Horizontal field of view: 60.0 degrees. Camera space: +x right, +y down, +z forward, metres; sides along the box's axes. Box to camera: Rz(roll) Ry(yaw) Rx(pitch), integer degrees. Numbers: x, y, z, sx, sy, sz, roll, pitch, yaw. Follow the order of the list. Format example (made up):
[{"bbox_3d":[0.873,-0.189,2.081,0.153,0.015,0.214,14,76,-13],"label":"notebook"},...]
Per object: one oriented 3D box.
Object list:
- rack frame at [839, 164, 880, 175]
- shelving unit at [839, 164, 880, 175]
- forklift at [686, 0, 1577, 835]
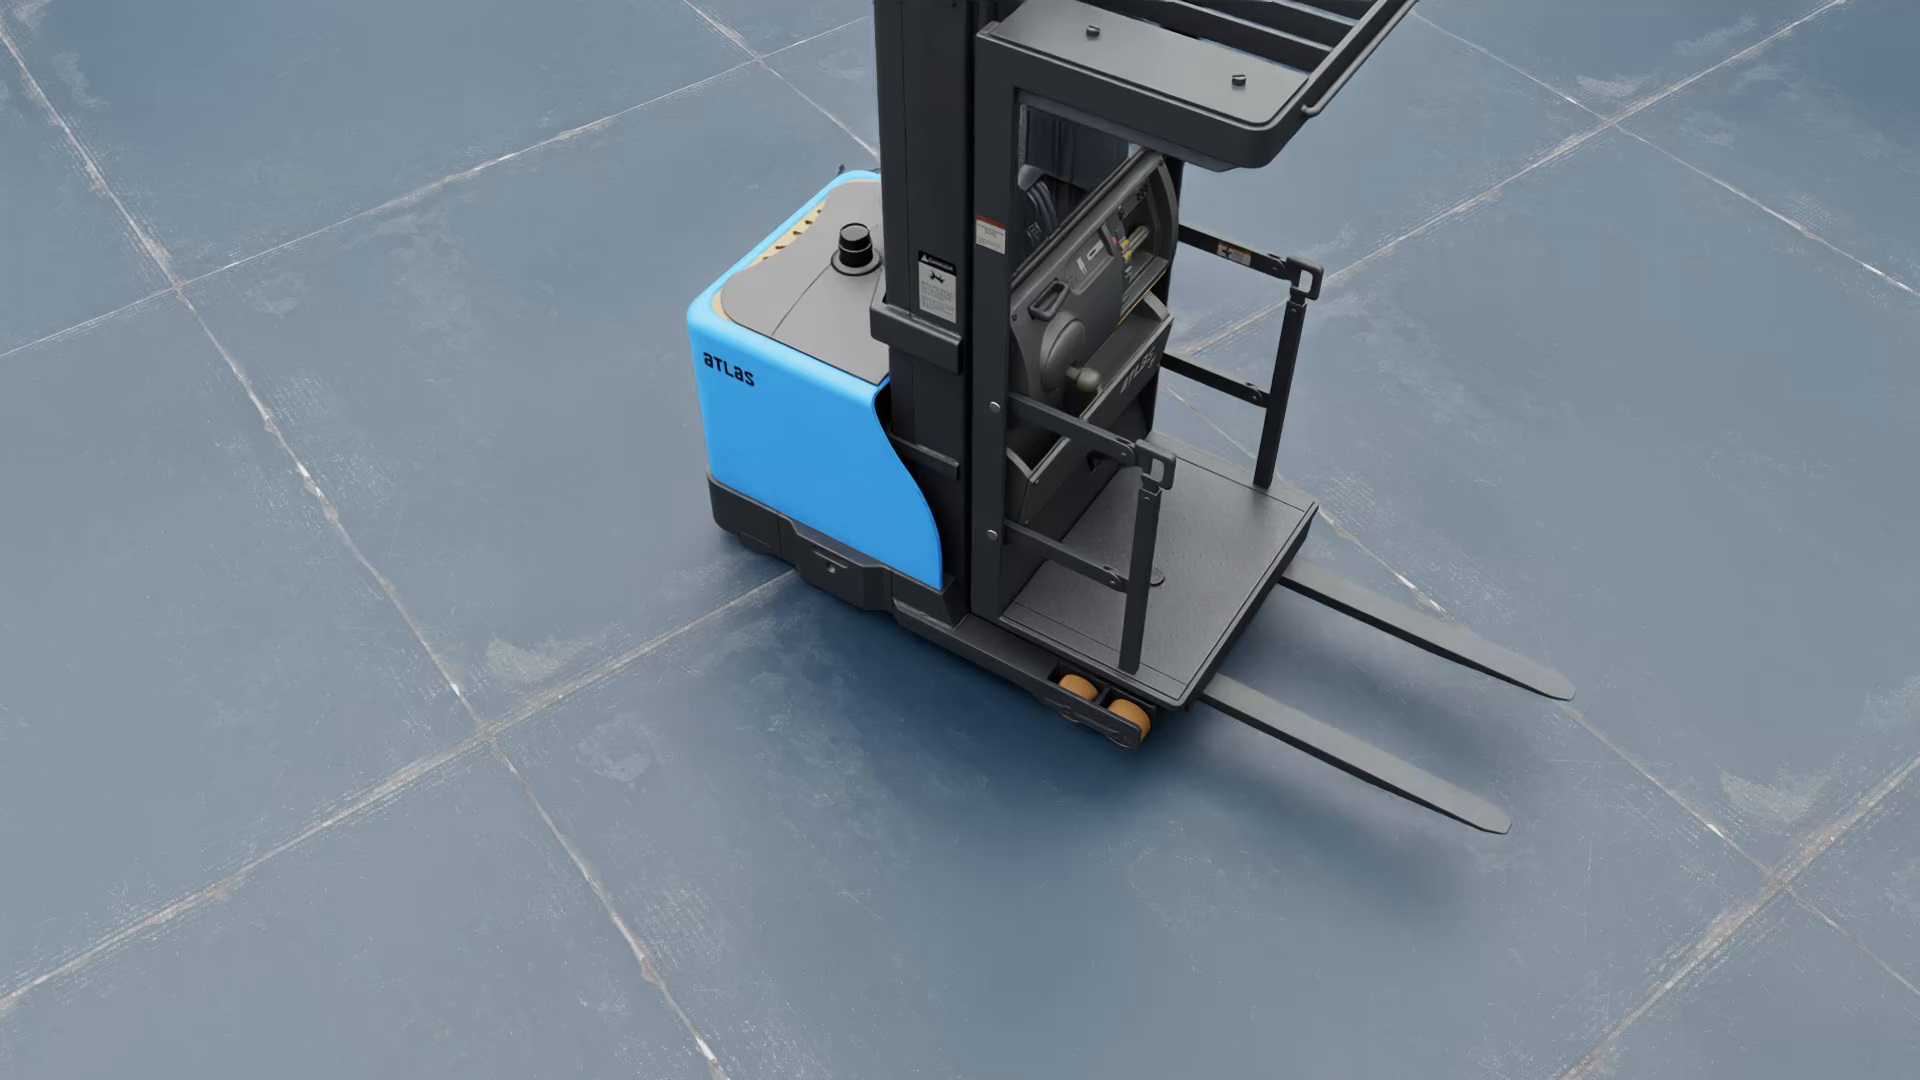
[{"bbox_3d":[-0.352,-1.161,6.695,0.240,0.900,0.006,-19,51,-16],"label":"rack frame"},{"bbox_3d":[-0.309,-1.092,6.633,0.258,0.900,0.210,-19,51,-16],"label":"shelving unit"},{"bbox_3d":[0.589,-0.740,4.942,3.031,2.935,1.130,25,53,21],"label":"forklift"}]
